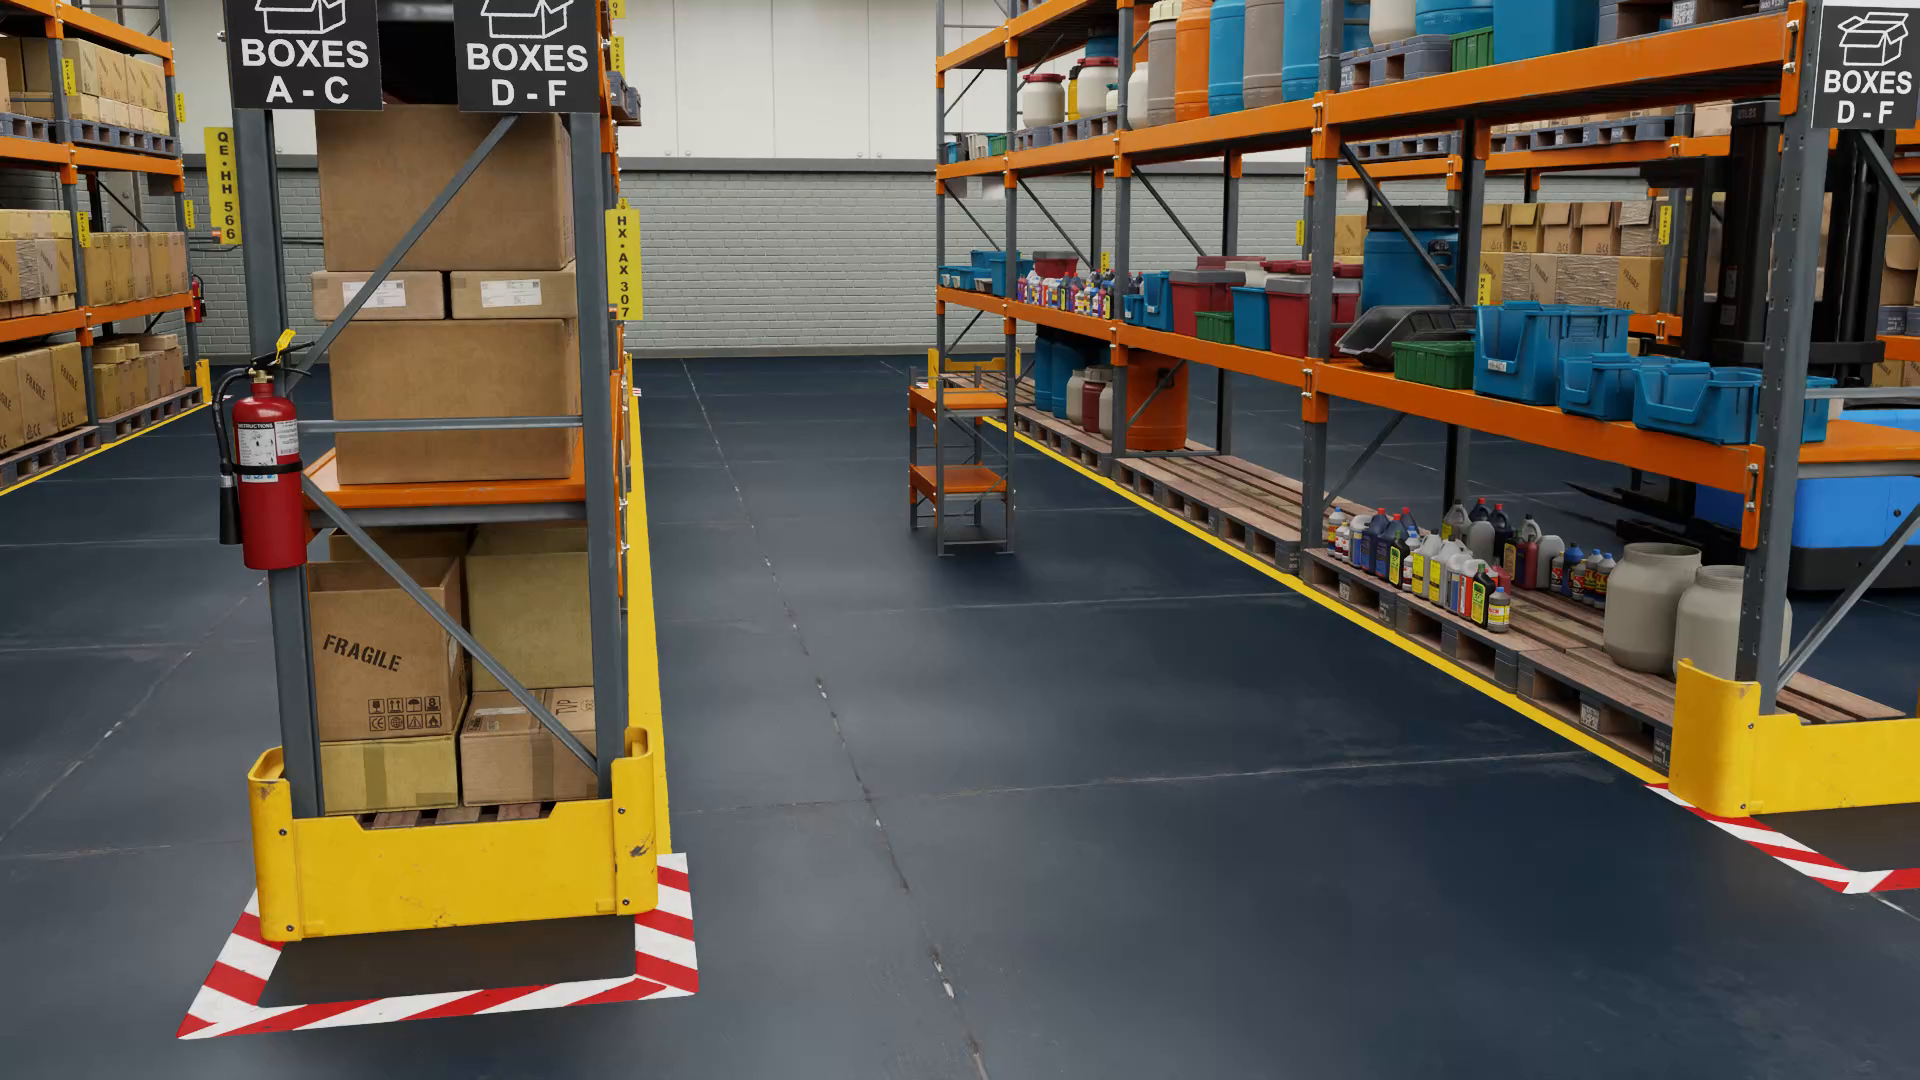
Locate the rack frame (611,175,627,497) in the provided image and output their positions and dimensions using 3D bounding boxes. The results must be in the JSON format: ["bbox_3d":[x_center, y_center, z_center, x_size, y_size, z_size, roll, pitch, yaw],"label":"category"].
[{"bbox_3d":[-3.102,-1.804,12.651,1.000,3.000,0.127,-2,11,-11],"label":"rack frame"}]

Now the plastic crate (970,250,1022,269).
[{"bbox_3d":[0.450,-3.443,21.007,0.616,0.435,0.499,-2,11,-11],"label":"plastic crate"}]

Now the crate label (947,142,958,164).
[{"bbox_3d":[0.064,-4.670,20.085,0.408,0.251,0.502,-2,11,-11],"label":"crate label"}]

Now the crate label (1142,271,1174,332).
[{"bbox_3d":[1.686,-1.809,12.582,0.502,0.435,0.616,-2,11,-11],"label":"crate label"}]

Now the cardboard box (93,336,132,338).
[{"bbox_3d":[-9.403,-2.185,18.483,0.380,0.149,0.250,-2,11,-11],"label":"cardboard box"}]

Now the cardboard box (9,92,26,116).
[{"bbox_3d":[-9.101,-4.129,15.855,0.500,0.250,0.500,-2,11,-10],"label":"cardboard box"}]

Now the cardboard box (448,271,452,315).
[{"bbox_3d":[-1.859,-0.815,5.456,0.380,0.149,0.250,-2,11,-10],"label":"cardboard box"}]

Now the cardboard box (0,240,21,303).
[{"bbox_3d":[-8.101,-2.209,13.664,0.500,0.500,0.500,-2,11,-9],"label":"cardboard box"}]

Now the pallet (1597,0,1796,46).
[{"bbox_3d":[3.249,-2.052,6.438,1.003,0.211,1.213,-2,11,-11],"label":"pallet"}]

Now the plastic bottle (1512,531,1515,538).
[{"bbox_3d":[3.053,0.040,9.053,0.061,0.283,0.133,-1,11,-7],"label":"plastic bottle"}]

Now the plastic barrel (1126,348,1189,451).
[{"bbox_3d":[1.646,-1.213,14.226,0.600,0.830,0.708,-2,11,-11],"label":"plastic barrel"}]

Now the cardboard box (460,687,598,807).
[{"bbox_3d":[-1.432,0.701,5.719,0.500,0.250,0.500,-2,11,-11],"label":"cardboard box"}]

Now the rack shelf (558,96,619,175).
[{"bbox_3d":[-2.713,-2.557,10.511,1.077,0.370,4.000,-2,11,-11],"label":"rack shelf"}]

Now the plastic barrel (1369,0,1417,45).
[{"bbox_3d":[2.427,-2.898,8.957,0.421,0.512,0.421,0,11,0],"label":"plastic barrel"}]

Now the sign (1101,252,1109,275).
[{"bbox_3d":[1.520,-2.873,17.526,0.100,0.325,0.005,-2,11,-11],"label":"sign"}]

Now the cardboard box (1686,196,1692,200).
[{"bbox_3d":[9.876,-4.295,22.000,0.500,0.500,0.500,-2,11,-9],"label":"cardboard box"}]

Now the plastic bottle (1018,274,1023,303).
[{"bbox_3d":[0.633,-2.577,17.024,0.061,0.283,0.133,-2,11,-11],"label":"plastic bottle"}]

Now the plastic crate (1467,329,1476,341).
[{"bbox_3d":[3.017,-0.983,8.739,0.499,0.251,0.616,-2,11,-11],"label":"plastic crate"}]

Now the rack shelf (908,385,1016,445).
[{"bbox_3d":[-0.001,-0.841,11.043,0.538,0.278,1.000,-2,11,-11],"label":"rack shelf"}]

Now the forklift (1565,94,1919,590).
[{"bbox_3d":[4.991,-1.377,10.594,1.130,2.935,3.031,-1,11,-8],"label":"forklift"}]

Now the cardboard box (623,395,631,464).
[{"bbox_3d":[-2.910,-0.886,13.337,0.500,0.500,0.500,-2,11,-9],"label":"cardboard box"}]

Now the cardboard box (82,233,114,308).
[{"bbox_3d":[-8.828,-2.604,16.053,0.980,0.700,0.700,-2,11,-10],"label":"cardboard box"}]

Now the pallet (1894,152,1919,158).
[{"bbox_3d":[10.739,-4.323,18.367,1.213,0.211,1.003,-2,11,-11],"label":"pallet"}]

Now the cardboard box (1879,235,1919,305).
[{"bbox_3d":[6.966,-2.001,12.290,0.797,0.503,0.637,-1,11,-5],"label":"cardboard box"}]

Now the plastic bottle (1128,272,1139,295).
[{"bbox_3d":[1.571,-2.304,15.410,0.144,0.351,0.185,-2,11,-11],"label":"plastic bottle"}]

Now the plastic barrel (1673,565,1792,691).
[{"bbox_3d":[3.111,0.382,6.698,0.421,0.512,0.421,0,11,0],"label":"plastic barrel"}]

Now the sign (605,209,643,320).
[{"bbox_3d":[-1.000,-0.820,4.954,0.100,0.325,0.005,-2,11,-11],"label":"sign"}]

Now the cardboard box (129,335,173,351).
[{"bbox_3d":[-9.028,-2.199,18.553,0.380,0.149,0.250,-2,11,-9],"label":"cardboard box"}]

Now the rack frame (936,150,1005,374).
[{"bbox_3d":[0.202,-3.451,21.303,1.000,3.000,0.127,-2,11,-11],"label":"rack frame"}]

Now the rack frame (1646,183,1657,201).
[{"bbox_3d":[9.945,-3.792,23.099,1.000,3.000,0.127,-2,11,-11],"label":"rack frame"}]

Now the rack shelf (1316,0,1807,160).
[{"bbox_3d":[2.925,-2.003,7.599,1.077,0.370,4.000,-2,11,-11],"label":"rack shelf"}]

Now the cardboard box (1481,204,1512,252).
[{"bbox_3d":[5.970,-3.322,17.678,0.797,0.503,0.637,-2,11,-12],"label":"cardboard box"}]

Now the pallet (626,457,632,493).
[{"bbox_3d":[-3.210,-0.572,13.639,1.003,0.211,1.213,-2,11,-11],"label":"pallet"}]

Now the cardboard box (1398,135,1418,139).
[{"bbox_3d":[5.527,-4.915,19.318,0.700,0.500,0.500,-2,11,-8],"label":"cardboard box"}]

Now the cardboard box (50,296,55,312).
[{"bbox_3d":[-8.316,-2.097,14.809,0.380,0.149,0.250,-2,11,-9],"label":"cardboard box"}]

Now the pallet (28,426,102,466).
[{"bbox_3d":[-8.514,-0.848,15.087,1.003,0.211,1.213,-2,11,-11],"label":"pallet"}]

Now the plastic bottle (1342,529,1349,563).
[{"bbox_3d":[2.207,0.021,9.373,0.097,0.201,0.097,0,11,0],"label":"plastic bottle"}]

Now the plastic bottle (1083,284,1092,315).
[{"bbox_3d":[1.135,-2.114,14.627,0.097,0.271,0.097,0,11,0],"label":"plastic bottle"}]

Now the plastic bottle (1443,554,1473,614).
[{"bbox_3d":[2.477,0.212,8.166,0.152,0.276,0.135,-2,11,-13],"label":"plastic bottle"}]

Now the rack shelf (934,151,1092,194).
[{"bbox_3d":[0.591,-4.204,19.162,1.077,0.370,4.000,-2,11,-11],"label":"rack shelf"}]

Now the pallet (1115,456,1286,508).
[{"bbox_3d":[1.870,-0.470,13.101,1.003,0.211,1.213,-2,11,-11],"label":"pallet"}]

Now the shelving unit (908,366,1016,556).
[{"bbox_3d":[-0.001,-0.554,11.098,0.538,1.125,1.048,-2,11,-11],"label":"shelving unit"}]

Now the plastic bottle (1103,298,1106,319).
[{"bbox_3d":[1.256,-1.966,14.036,0.097,0.201,0.097,0,11,0],"label":"plastic bottle"}]

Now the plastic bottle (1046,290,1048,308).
[{"bbox_3d":[0.872,-2.328,15.939,0.097,0.201,0.097,0,11,0],"label":"plastic bottle"}]

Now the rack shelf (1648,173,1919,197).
[{"bbox_3d":[10.334,-4.546,20.959,1.077,0.370,4.000,-2,11,-11],"label":"rack shelf"}]

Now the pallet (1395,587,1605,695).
[{"bbox_3d":[2.866,0.469,8.167,1.003,0.211,1.213,-2,11,-11],"label":"pallet"}]

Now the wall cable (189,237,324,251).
[{"bbox_3d":[-10.266,-5.562,24.658,3.097,2.526,0.112,-2,11,-11],"label":"wall cable"}]

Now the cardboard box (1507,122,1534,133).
[{"bbox_3d":[5.963,-4.329,17.009,0.500,0.311,0.500,-3,11,-13],"label":"cardboard box"}]

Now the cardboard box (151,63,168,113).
[{"bbox_3d":[-9.106,-4.990,18.372,0.500,0.500,0.500,-2,11,-11],"label":"cardboard box"}]

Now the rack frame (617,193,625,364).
[{"bbox_3d":[-4.658,-3.271,20.360,1.000,3.000,0.127,-2,11,-11],"label":"rack frame"}]

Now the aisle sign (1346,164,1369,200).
[{"bbox_3d":[5.340,-4.932,22.133,0.394,0.787,0.004,-2,11,-11],"label":"aisle sign"}]

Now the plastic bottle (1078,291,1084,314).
[{"bbox_3d":[1.097,-2.116,14.821,0.097,0.201,0.097,0,11,0],"label":"plastic bottle"}]

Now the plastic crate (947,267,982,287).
[{"bbox_3d":[0.055,-3.220,20.378,0.416,0.233,0.300,-2,11,-11],"label":"plastic crate"}]

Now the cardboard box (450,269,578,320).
[{"bbox_3d":[-1.411,-0.784,5.292,0.380,0.149,0.250,-2,11,-11],"label":"cardboard box"}]

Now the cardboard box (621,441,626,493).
[{"bbox_3d":[-2.354,-0.473,10.390,0.500,0.311,0.500,-2,11,-13],"label":"cardboard box"}]
